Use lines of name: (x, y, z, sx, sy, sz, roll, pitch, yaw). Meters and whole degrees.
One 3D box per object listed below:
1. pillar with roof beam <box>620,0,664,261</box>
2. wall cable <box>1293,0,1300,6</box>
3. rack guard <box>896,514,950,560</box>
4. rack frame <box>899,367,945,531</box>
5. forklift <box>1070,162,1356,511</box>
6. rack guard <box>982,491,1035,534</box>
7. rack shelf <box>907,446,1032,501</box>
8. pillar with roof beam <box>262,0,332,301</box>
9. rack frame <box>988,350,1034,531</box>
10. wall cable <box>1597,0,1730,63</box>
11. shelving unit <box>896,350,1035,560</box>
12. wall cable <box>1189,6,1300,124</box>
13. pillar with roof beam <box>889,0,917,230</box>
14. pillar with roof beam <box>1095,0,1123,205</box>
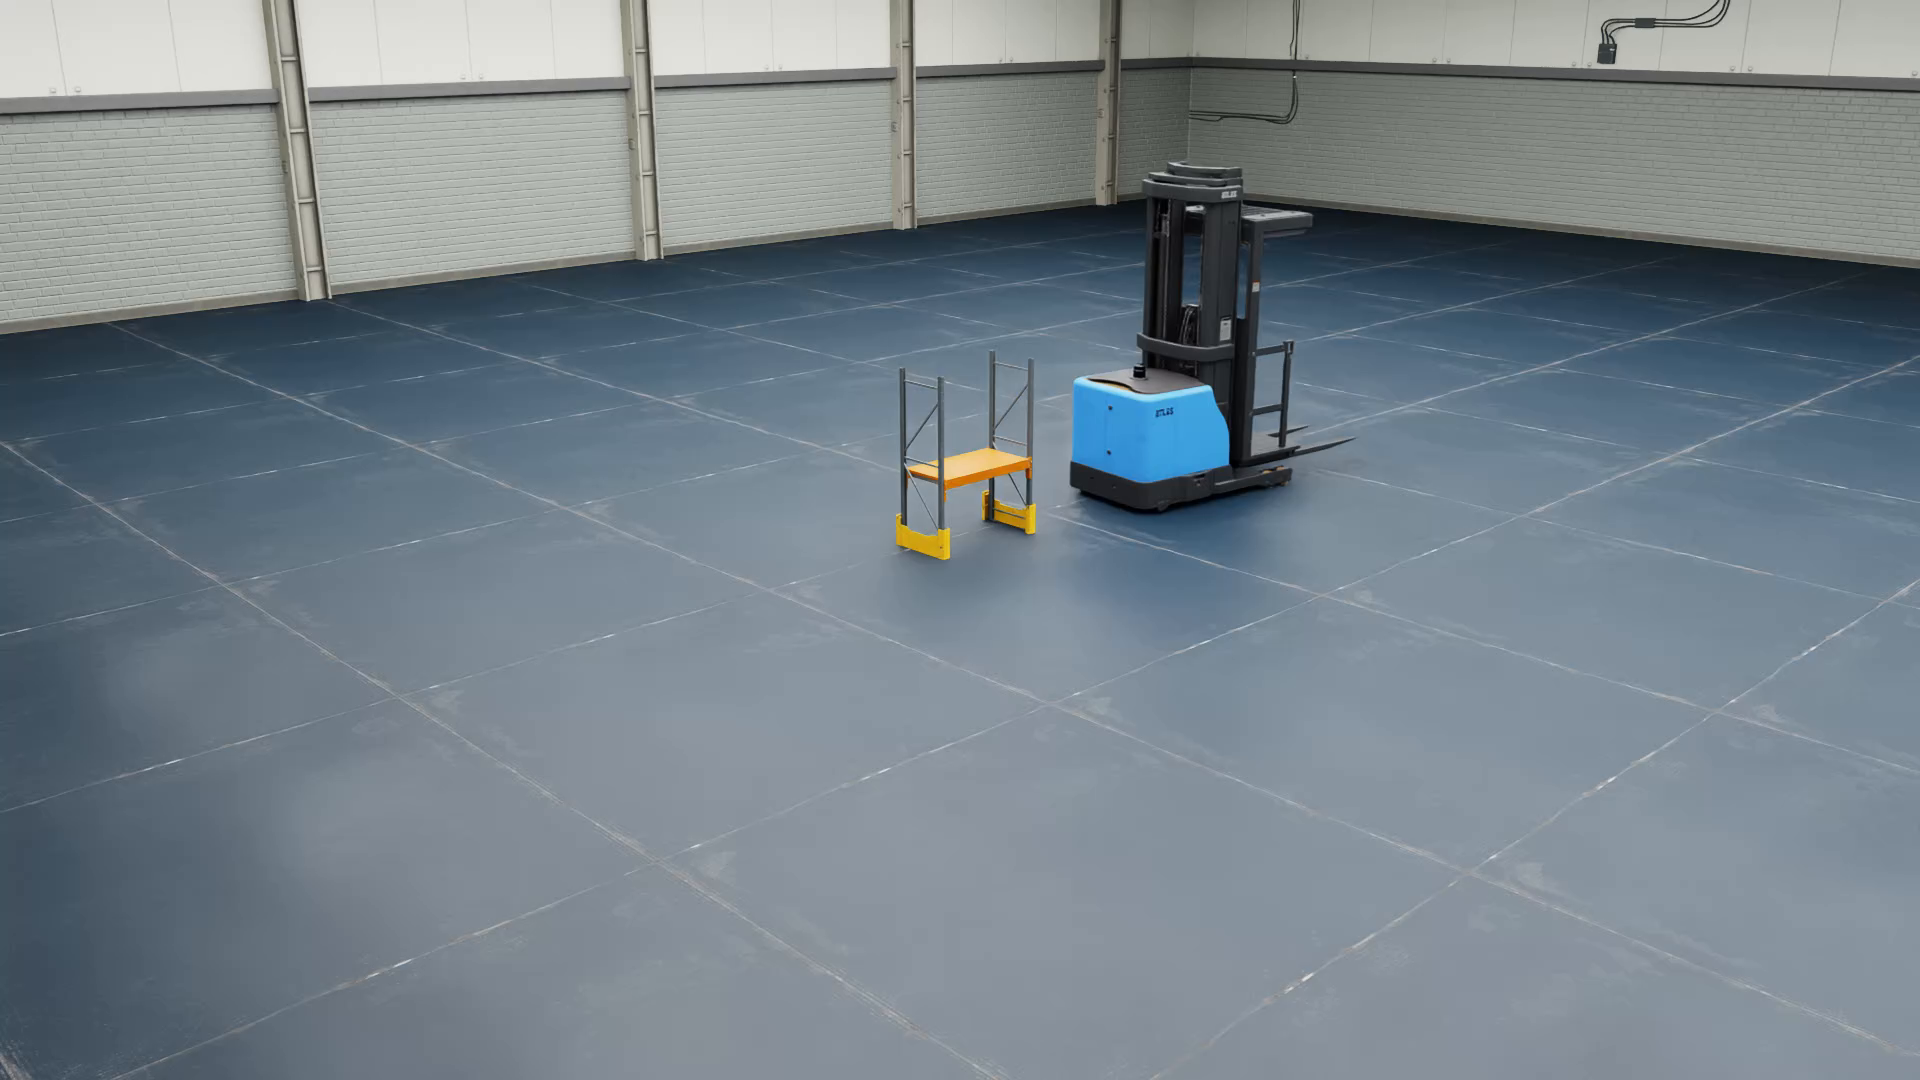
pillar with roof beam: (-2.506, -8.268, 24.894, 0.400, 9.000, 9.100, -16, 24, -41)
wall cable: (8.163, -12.422, 34.554, 0.112, 2.526, 3.097, -16, 24, -41)
rack guard: (-0.306, -0.030, 13.670, 0.087, 0.250, 0.587, -16, 24, -41)
rack frame: (-0.307, -0.624, 13.477, 0.032, 1.500, 0.500, -16, 24, -41)
forklift: (2.492, -1.991, 15.374, 3.031, 2.935, 1.130, -13, 22, -35)
rack guard: (0.417, -0.241, 14.321, 0.087, 0.250, 0.587, -16, 24, -41)
rack shelf: (0.062, -0.560, 13.865, 1.000, 0.185, 0.538, -16, 24, -41)
pillar with roof beam: (-6.866, -6.996, 20.973, 0.400, 9.000, 9.100, -16, 24, -41)
rack frame: (0.431, -0.839, 14.141, 0.032, 1.500, 0.500, -16, 24, -41)
wall cable: (12.815, -11.590, 29.627, 0.169, 6.003, 2.305, -16, 24, -41)
shelving unit: (0.055, -0.730, 13.803, 1.083, 1.500, 0.587, -16, 24, -41)
wall cable: (6.305, -10.626, 37.203, 0.112, 2.526, 3.097, -16, 24, -41)
pillar with roof beam: (1.853, -9.539, 28.816, 0.400, 9.000, 9.100, -16, 24, -41)
pillar with roof beam: (6.213, -10.811, 32.737, 0.400, 9.000, 9.100, -16, 24, -41)
